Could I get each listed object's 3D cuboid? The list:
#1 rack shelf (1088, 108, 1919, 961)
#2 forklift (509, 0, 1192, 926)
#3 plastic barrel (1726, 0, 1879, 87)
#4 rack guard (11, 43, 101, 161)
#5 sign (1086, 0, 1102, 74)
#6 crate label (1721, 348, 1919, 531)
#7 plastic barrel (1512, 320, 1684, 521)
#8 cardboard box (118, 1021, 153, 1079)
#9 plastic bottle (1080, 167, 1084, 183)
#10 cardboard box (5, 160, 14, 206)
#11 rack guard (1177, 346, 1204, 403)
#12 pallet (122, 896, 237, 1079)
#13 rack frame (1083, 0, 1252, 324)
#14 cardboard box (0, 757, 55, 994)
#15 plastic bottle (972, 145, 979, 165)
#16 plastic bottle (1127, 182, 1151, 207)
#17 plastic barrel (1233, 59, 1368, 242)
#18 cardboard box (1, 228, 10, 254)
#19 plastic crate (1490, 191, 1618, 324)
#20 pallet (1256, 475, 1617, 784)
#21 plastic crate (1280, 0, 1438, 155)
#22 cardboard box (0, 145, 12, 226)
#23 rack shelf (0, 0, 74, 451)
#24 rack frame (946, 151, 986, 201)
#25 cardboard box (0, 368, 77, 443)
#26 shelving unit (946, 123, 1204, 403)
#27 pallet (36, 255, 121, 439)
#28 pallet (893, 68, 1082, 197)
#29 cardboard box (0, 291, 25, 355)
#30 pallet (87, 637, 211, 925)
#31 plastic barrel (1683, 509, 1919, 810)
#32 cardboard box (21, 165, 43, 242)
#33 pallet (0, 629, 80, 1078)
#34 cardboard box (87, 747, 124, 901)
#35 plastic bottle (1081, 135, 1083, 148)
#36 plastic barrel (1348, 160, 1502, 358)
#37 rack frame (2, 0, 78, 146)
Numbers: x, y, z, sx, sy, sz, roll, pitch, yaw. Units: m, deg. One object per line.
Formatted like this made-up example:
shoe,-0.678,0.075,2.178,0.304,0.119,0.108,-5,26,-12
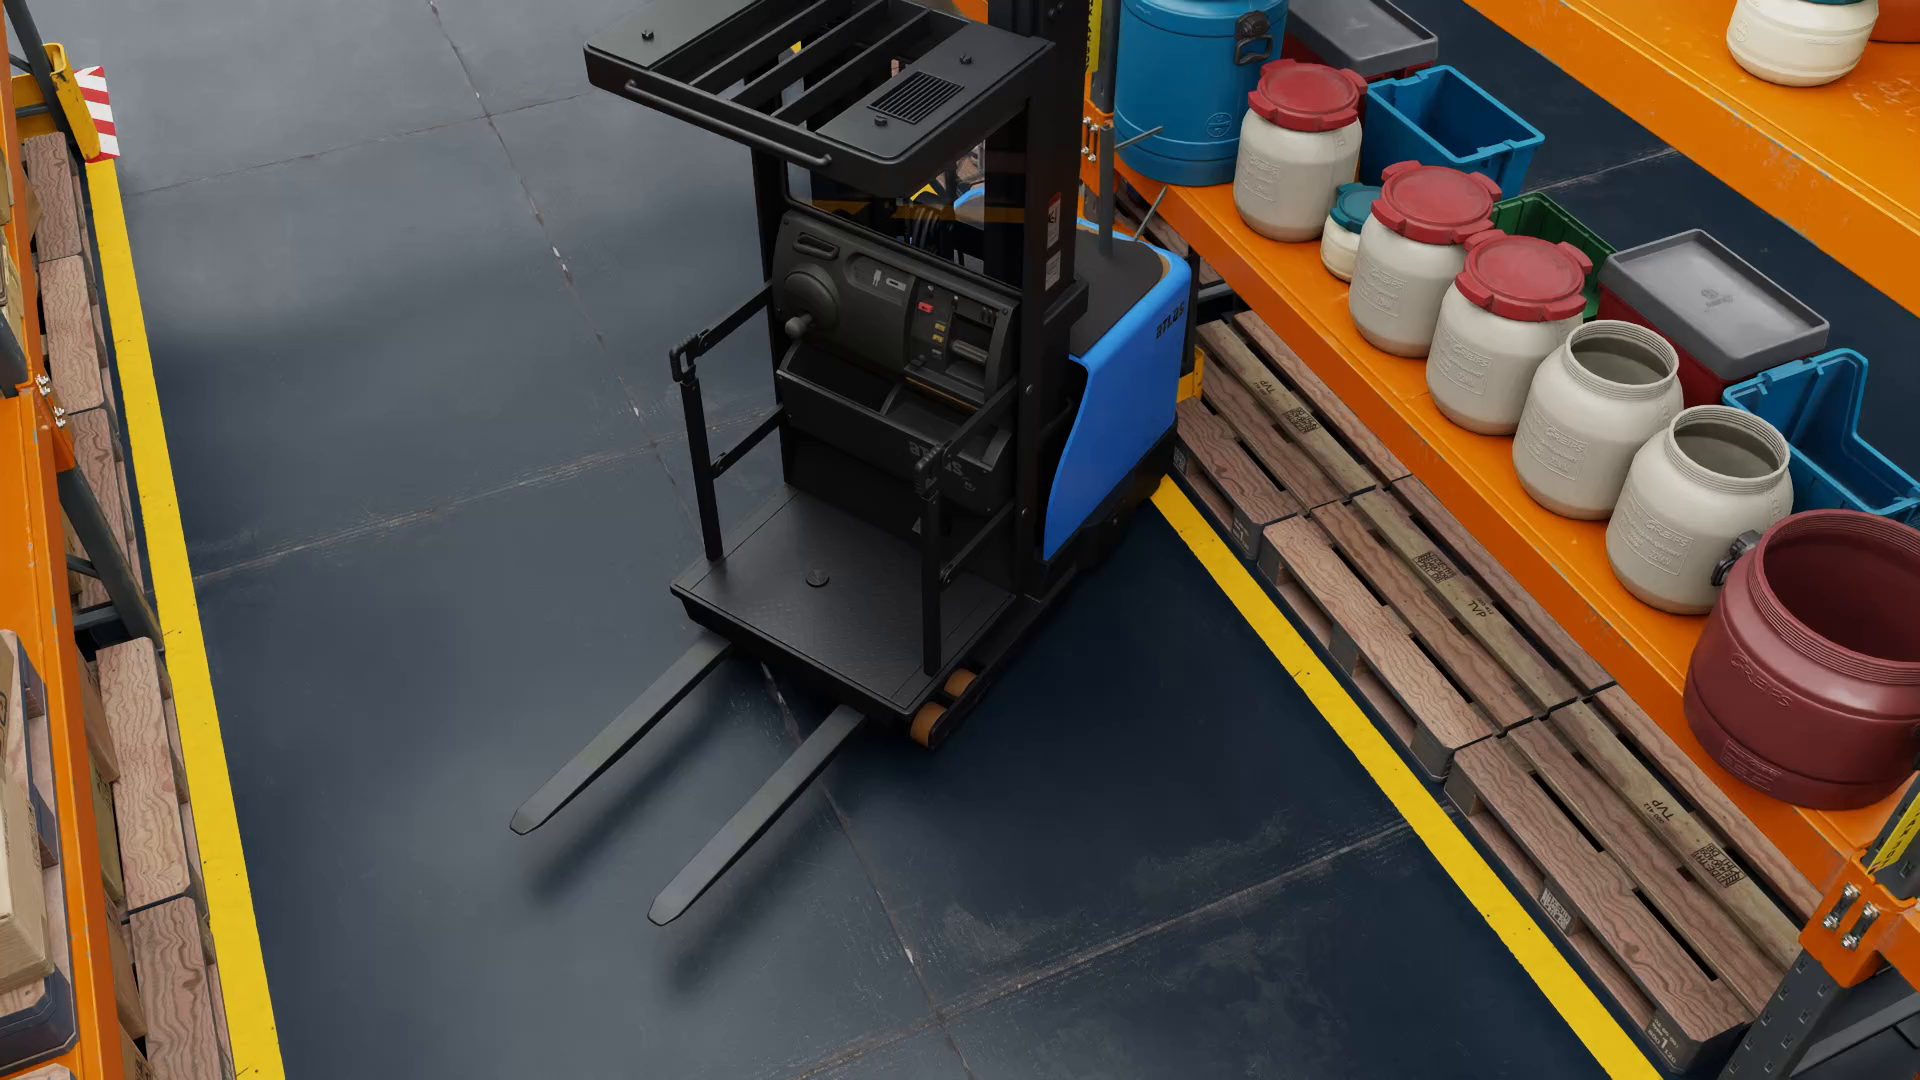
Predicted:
rack shelf,1.837,-0.465,5.598,1.077,0.370,4.000,-18,47,-17
forklift,-0.353,-0.683,5.355,1.130,2.935,3.031,26,50,24
plastic barrel,1.932,-1.207,3.800,0.301,0.262,0.301,0,45,0
rack guard,-5.147,-2.144,8.567,1.175,0.500,0.348,-18,47,-17
sign,0.493,-1.939,6.383,0.100,0.325,0.005,-18,47,-17
crate label,2.506,-0.173,4.764,0.502,0.435,0.616,-18,47,-17
plastic barrel,1.875,-0.348,4.887,0.421,0.512,0.421,0,45,0
cardboard box,-2.605,1.619,4.440,0.700,0.500,0.500,-14,46,-14
plastic bottle,0.507,-1.690,7.954,0.152,0.276,0.135,-18,47,-17
cardboard box,-3.720,-1.312,6.123,0.380,0.149,0.250,-18,47,-17
rack guard,0.776,-0.587,6.962,0.587,0.250,0.087,-28,49,-23
pallet,-2.652,1.734,4.843,1.003,0.211,1.213,-18,47,-17
rack frame,0.996,-1.996,6.637,1.000,3.000,0.127,-18,47,-17
cardboard box,-2.312,0.784,3.628,0.500,0.250,0.500,-19,48,-19
plastic bottle,0.108,-1.982,8.302,0.097,0.201,0.097,0,45,0
plastic bottle,0.903,-1.804,8.015,0.144,0.351,0.185,-18,47,-17
plastic barrel,1.200,-1.370,5.906,0.433,0.535,0.433,0,45,0
cardboard box,-3.539,-0.984,5.790,0.380,0.149,0.250,-18,47,-17
plastic crate,1.985,-0.894,5.671,0.450,0.188,0.662,-18,47,-17
pallet,1.879,0.264,6.332,1.003,0.211,1.213,-18,47,-17
plastic crate,1.478,-1.801,6.394,0.402,0.464,0.583,-18,47,-17
cardboard box,-3.809,-1.309,5.658,0.875,0.500,0.500,-18,47,-17
rack shelf,-4.338,-1.552,6.699,1.077,0.370,4.000,-18,47,-17
rack frame,0.155,-1.590,7.137,0.500,1.500,0.032,-28,49,-23
cardboard box,-3.877,-0.422,6.523,0.500,0.500,0.500,-5,45,-5
shelving unit,0.456,-1.306,6.825,0.587,1.500,1.083,-28,49,-23
pallet,-4.329,-0.737,7.346,1.003,0.211,1.213,-18,47,-17
pallet,0.235,-2.222,8.852,1.003,0.211,1.213,-18,47,-17
cardboard box,-3.315,-0.670,5.472,0.380,0.149,0.250,-18,47,-17
pallet,-3.169,0.955,5.632,1.003,0.211,1.213,-18,47,-17
plastic barrel,2.208,0.298,4.215,0.600,0.536,0.708,-18,47,-17
cardboard box,-4.650,-1.568,7.685,0.500,0.500,0.500,-7,45,-7
pallet,-2.685,0.835,3.905,1.003,0.211,1.213,-18,47,-17
cardboard box,-3.075,0.907,5.162,0.700,0.500,0.500,-18,47,-18
plastic bottle,0.652,-2.151,8.421,0.152,0.276,0.135,-18,47,-17
plastic barrel,1.508,-0.902,5.432,0.433,0.535,0.433,0,45,0
rack frame,-5.179,-3.082,7.738,1.000,3.000,0.127,-18,47,-17
